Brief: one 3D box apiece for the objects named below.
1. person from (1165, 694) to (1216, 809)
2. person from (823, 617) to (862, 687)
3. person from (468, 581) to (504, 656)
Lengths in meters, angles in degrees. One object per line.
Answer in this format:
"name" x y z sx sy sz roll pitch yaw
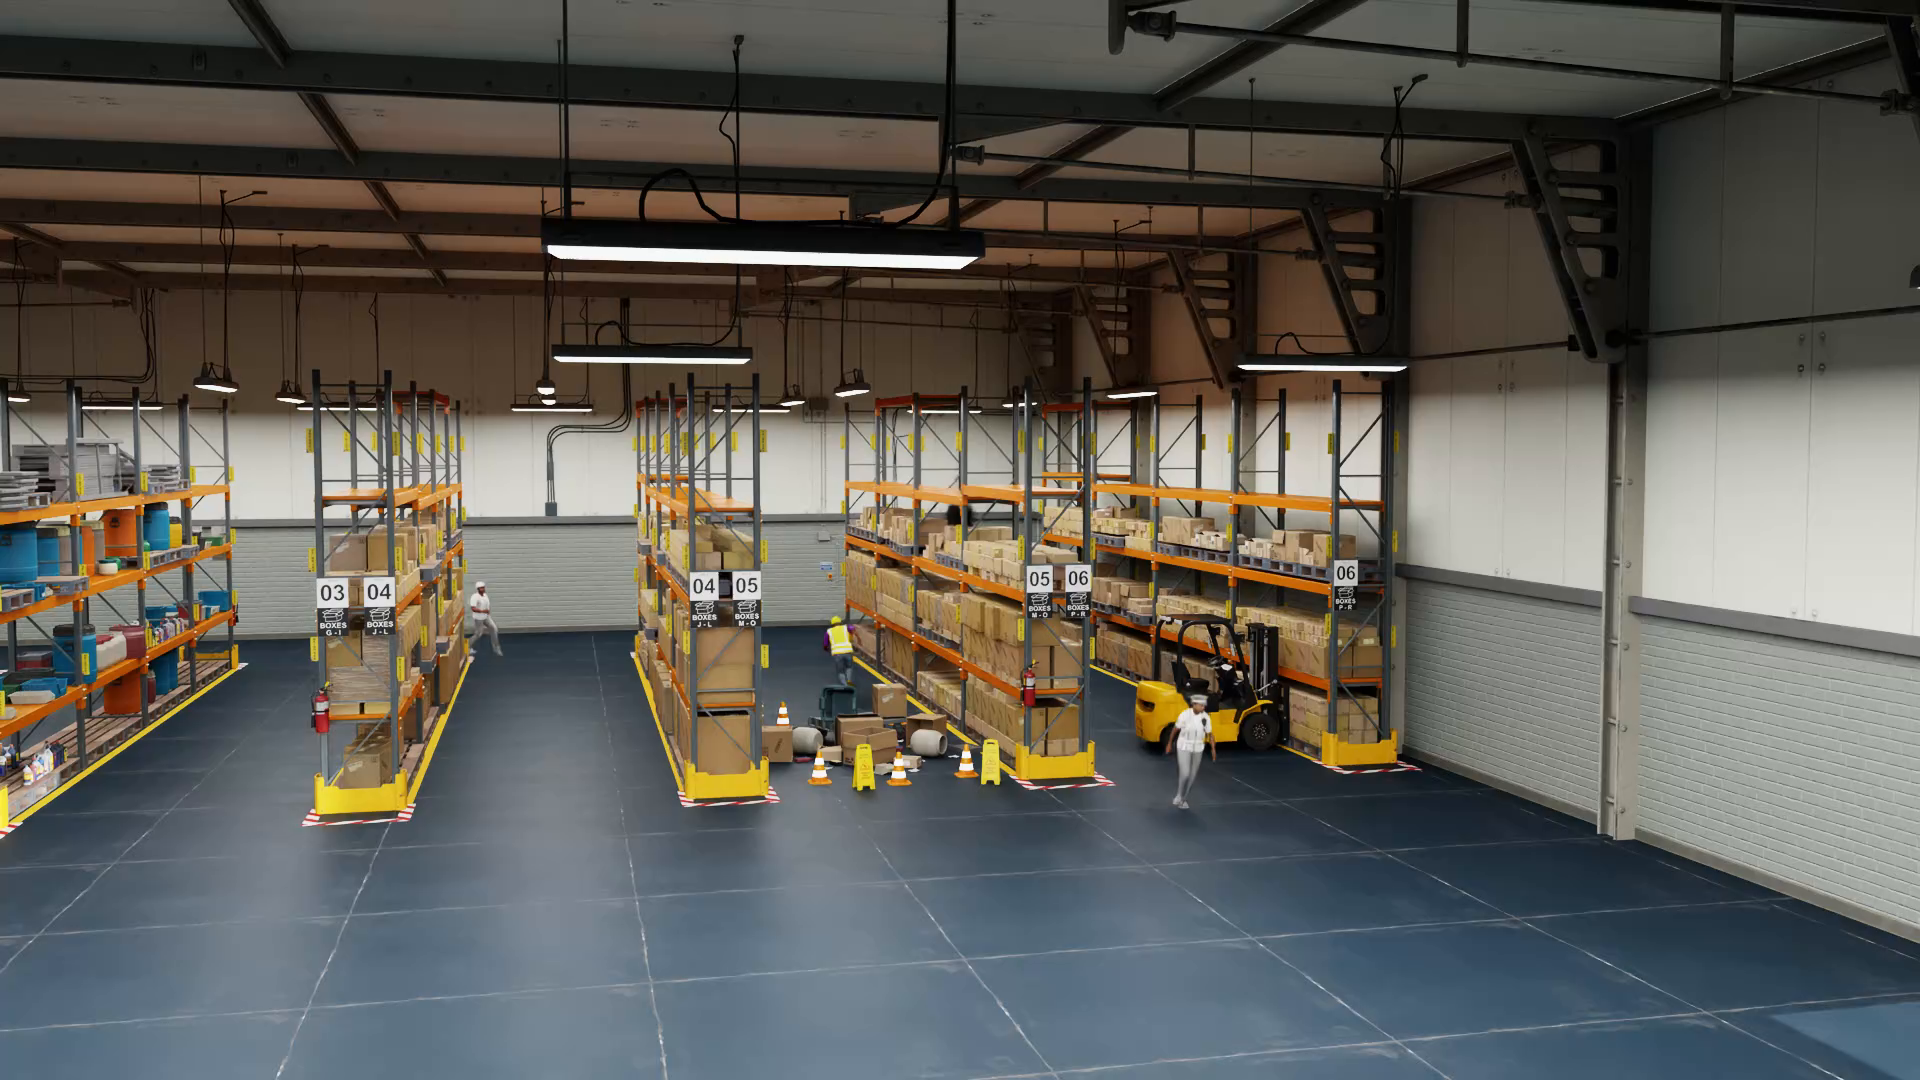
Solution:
"person" 3.167 2.888 22.674 0.561 1.615 0.685 -1 3 -17
"person" -2.363 2.310 33.254 0.730 1.509 1.014 -1 3 -9
"person" -11.258 1.868 39.162 0.866 1.795 0.701 1 4 20
